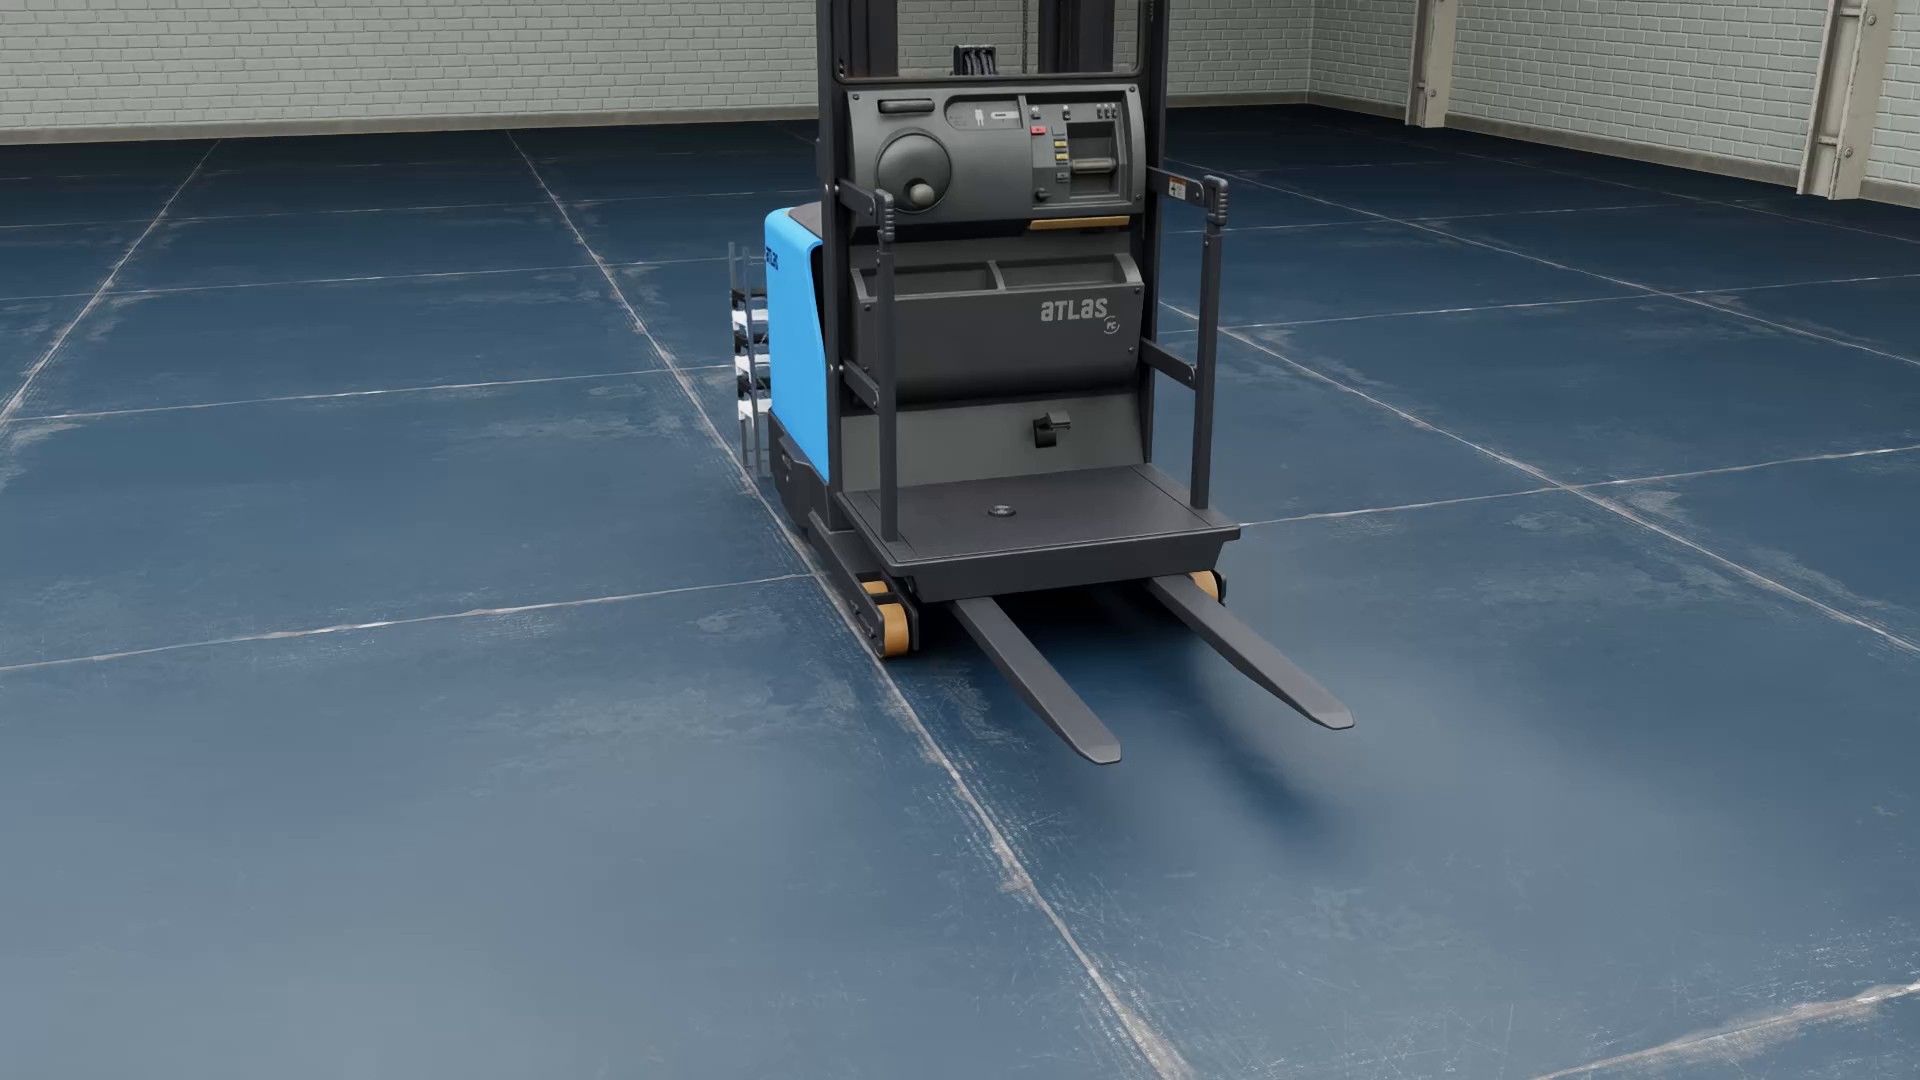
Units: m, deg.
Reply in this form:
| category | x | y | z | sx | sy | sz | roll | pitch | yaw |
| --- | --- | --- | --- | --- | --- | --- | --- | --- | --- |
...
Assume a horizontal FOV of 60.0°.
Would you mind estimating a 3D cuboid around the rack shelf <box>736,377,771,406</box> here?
| category | x | y | z | sx | sy | sz | roll | pitch | yaw |
| --- | --- | --- | --- | --- | --- | --- | --- | --- | --- |
| rack shelf | -0.738 | -0.599 | 6.599 | 0.258 | 0.077 | 0.200 | -8 | 17 | -21 |

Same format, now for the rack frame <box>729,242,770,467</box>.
| category | x | y | z | sx | sy | sz | roll | pitch | yaw |
| --- | --- | --- | --- | --- | --- | --- | --- | --- | --- |
| rack frame | -0.780 | -0.743 | 6.655 | 0.240 | 0.900 | 0.006 | -8 | 17 | -21 |

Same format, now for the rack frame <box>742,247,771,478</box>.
| category | x | y | z | sx | sy | sz | roll | pitch | yaw |
| --- | --- | --- | --- | --- | --- | --- | --- | --- | --- |
| rack frame | -0.702 | -0.693 | 6.474 | 0.240 | 0.900 | 0.006 | -8 | 17 | -21 |

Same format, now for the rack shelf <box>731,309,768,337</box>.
| category | x | y | z | sx | sy | sz | roll | pitch | yaw |
| --- | --- | --- | --- | --- | --- | --- | --- | --- | --- |
| rack shelf | -0.745 | -0.859 | 6.524 | 0.258 | 0.077 | 0.200 | -8 | 17 | -21 |

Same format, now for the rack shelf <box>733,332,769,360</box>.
| category | x | y | z | sx | sy | sz | roll | pitch | yaw |
| --- | --- | --- | --- | --- | --- | --- | --- | --- | --- |
| rack shelf | -0.743 | -0.772 | 6.549 | 0.258 | 0.077 | 0.200 | -8 | 17 | -21 |

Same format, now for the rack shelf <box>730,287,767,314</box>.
| category | x | y | z | sx | sy | sz | roll | pitch | yaw |
| --- | --- | --- | --- | --- | --- | --- | --- | --- | --- |
| rack shelf | -0.747 | -0.945 | 6.499 | 0.258 | 0.077 | 0.200 | -8 | 17 | -21 |

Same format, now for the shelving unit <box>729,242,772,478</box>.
| category | x | y | z | sx | sy | sz | roll | pitch | yaw |
| --- | --- | --- | --- | --- | --- | --- | --- | --- | --- |
| shelving unit | -0.741 | -0.718 | 6.564 | 0.258 | 0.900 | 0.210 | -8 | 17 | -21 |

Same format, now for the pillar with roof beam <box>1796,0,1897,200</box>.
| category | x | y | z | sx | sy | sz | roll | pitch | yaw |
| --- | --- | --- | --- | --- | --- | --- | --- | --- | --- |
| pillar with roof beam | 3.208 | -6.670 | 11.174 | 9.100 | 9.000 | 0.400 | -6 | 21 | -17 |

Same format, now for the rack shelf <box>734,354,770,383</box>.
| category | x | y | z | sx | sy | sz | roll | pitch | yaw |
| --- | --- | --- | --- | --- | --- | --- | --- | --- | --- |
| rack shelf | -0.740 | -0.686 | 6.574 | 0.258 | 0.077 | 0.200 | -8 | 17 | -21 |

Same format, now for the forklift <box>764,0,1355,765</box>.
| category | x | y | z | sx | sy | sz | roll | pitch | yaw |
| --- | --- | --- | --- | --- | --- | --- | --- | --- | --- |
| forklift | 0.186 | -1.178 | 4.860 | 1.130 | 2.935 | 3.031 | -6 | 21 | -16 |

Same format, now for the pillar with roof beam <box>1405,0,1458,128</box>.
| category | x | y | z | sx | sy | sz | roll | pitch | yaw |
| --- | --- | --- | --- | --- | --- | --- | --- | --- | --- |
| pillar with roof beam | 1.323 | -8.595 | 16.535 | 9.100 | 9.000 | 0.400 | -6 | 21 | -17 |

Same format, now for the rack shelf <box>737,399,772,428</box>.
| category | x | y | z | sx | sy | sz | roll | pitch | yaw |
| --- | --- | --- | --- | --- | --- | --- | --- | --- | --- |
| rack shelf | -0.735 | -0.513 | 6.624 | 0.258 | 0.077 | 0.200 | -8 | 17 | -21 |
